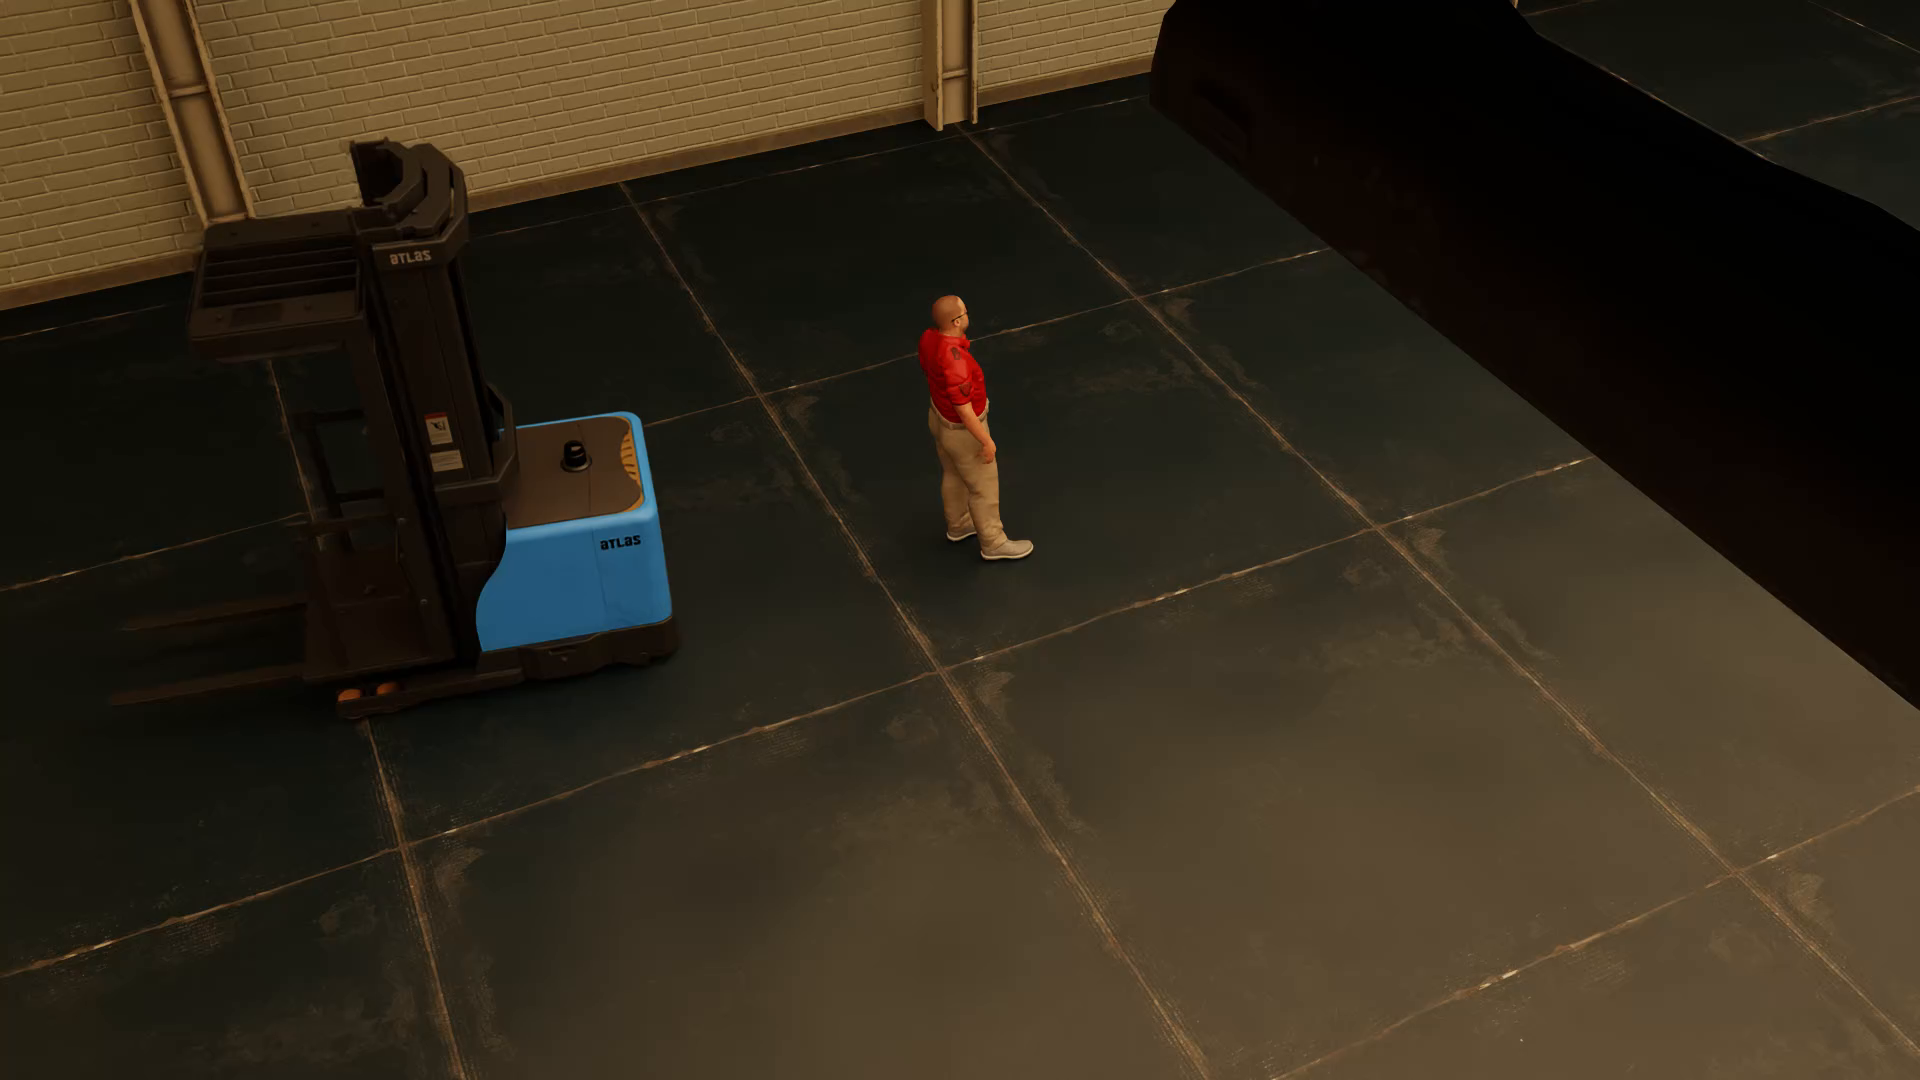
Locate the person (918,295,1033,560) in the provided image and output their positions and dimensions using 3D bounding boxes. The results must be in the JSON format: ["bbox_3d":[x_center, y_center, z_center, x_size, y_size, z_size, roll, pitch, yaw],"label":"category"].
[{"bbox_3d":[0.086,-0.688,9.766,0.550,1.727,0.641,-17,43,-19],"label":"person"}]

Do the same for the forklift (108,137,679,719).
[{"bbox_3d":[-3.177,-0.519,8.638,3.031,2.935,1.130,-9,41,-11],"label":"forklift"}]
